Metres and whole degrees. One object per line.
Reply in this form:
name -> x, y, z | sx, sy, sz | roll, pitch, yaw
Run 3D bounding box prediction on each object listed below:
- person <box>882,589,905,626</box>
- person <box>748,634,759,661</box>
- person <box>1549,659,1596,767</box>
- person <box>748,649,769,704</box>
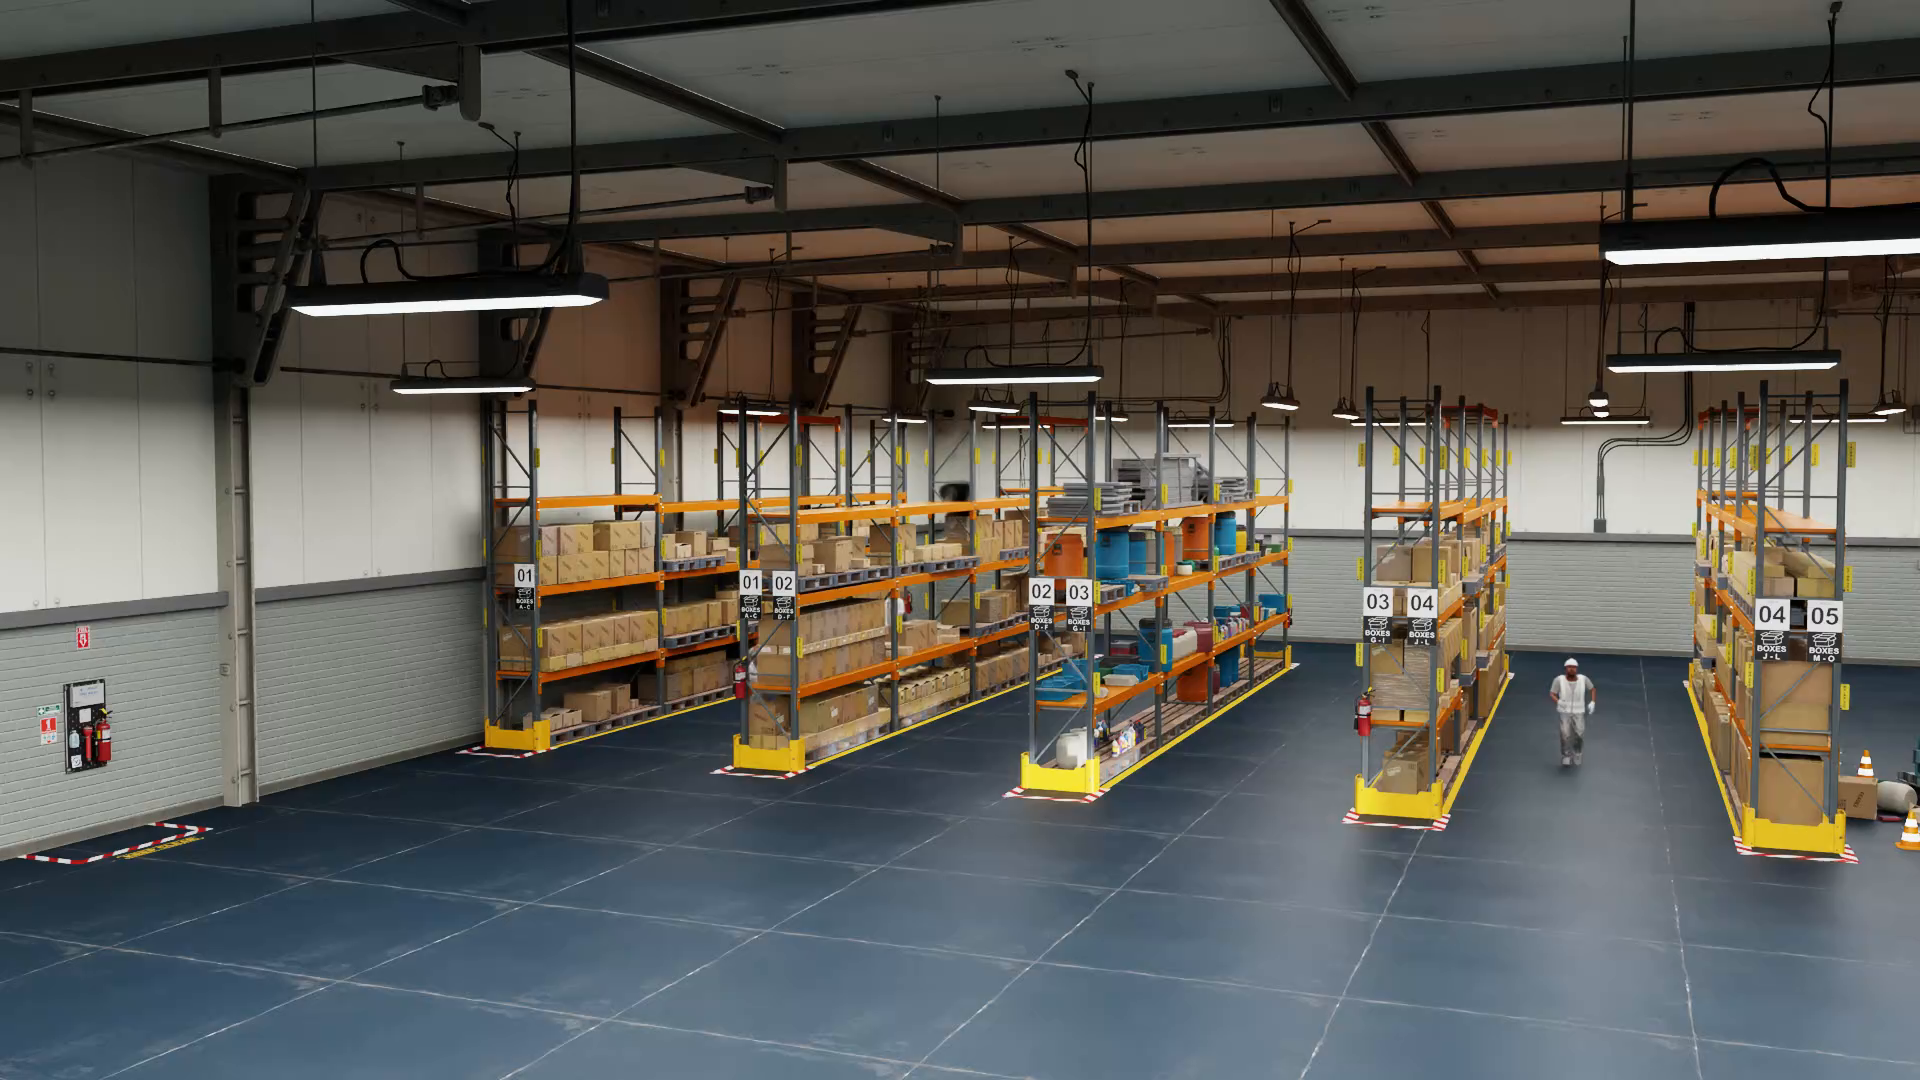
person -> -1.580, 1.988, 38.085 | 0.681, 1.857, 0.881 | 1, 3, 12
person -> -3.734, 2.606, 31.120 | 0.700, 1.741, 0.600 | 1, 3, 12
person -> 9.883, 2.797, 26.816 | 0.721, 1.759, 0.638 | 1, 3, 15
person -> -3.609, 2.746, 29.516 | 0.611, 1.653, 0.664 | 1, 3, 16
